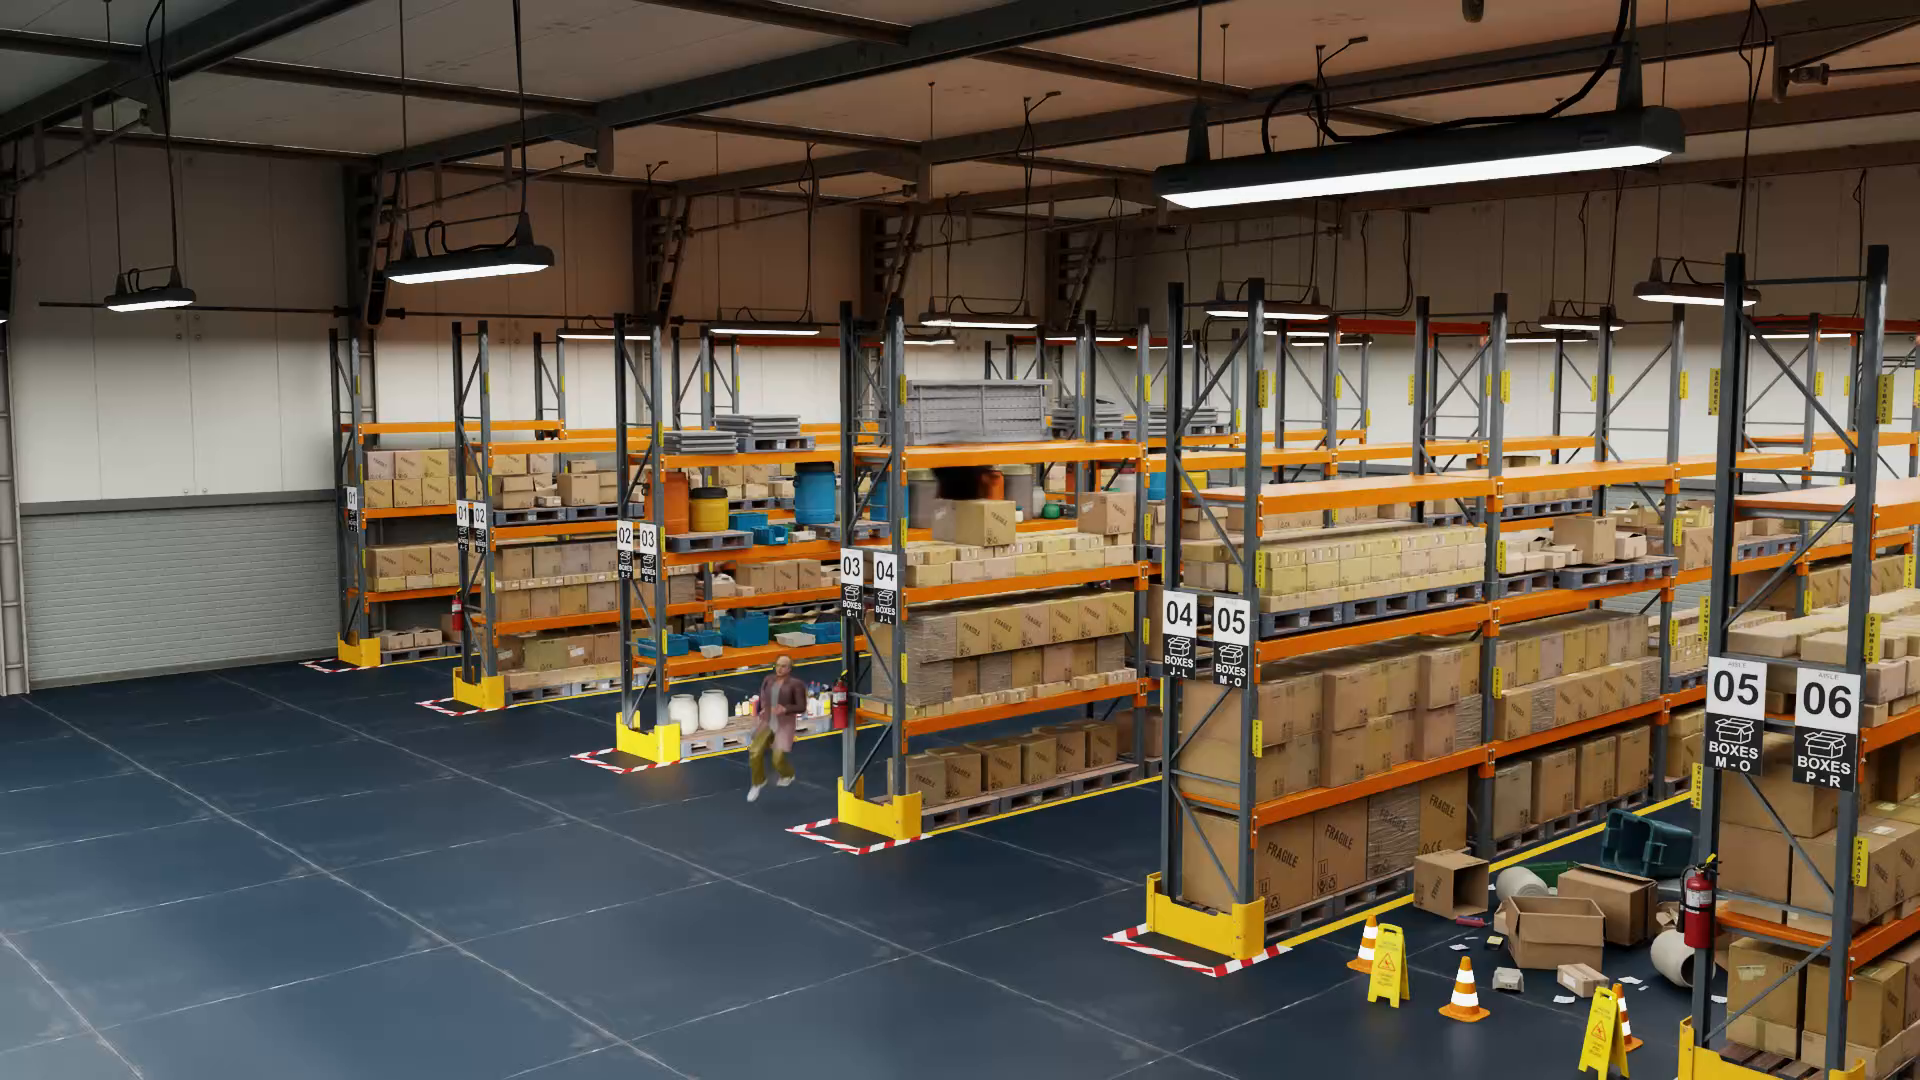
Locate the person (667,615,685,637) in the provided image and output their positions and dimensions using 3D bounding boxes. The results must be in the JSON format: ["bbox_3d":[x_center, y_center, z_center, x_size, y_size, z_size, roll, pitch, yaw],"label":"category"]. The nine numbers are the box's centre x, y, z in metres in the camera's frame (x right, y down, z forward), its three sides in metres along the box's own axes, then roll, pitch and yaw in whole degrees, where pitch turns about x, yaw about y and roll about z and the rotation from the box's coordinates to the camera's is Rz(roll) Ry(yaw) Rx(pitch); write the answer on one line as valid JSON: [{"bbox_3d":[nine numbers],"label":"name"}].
[{"bbox_3d":[-5.401,1.268,30.818,0.621,1.775,0.890,4,7,38],"label":"person"}]

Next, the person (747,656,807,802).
[{"bbox_3d":[-2.118,2.213,19.665,0.704,1.697,0.843,2,6,20],"label":"person"}]

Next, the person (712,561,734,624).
[{"bbox_3d":[-4.523,1.247,30.907,0.705,1.727,0.661,5,8,41],"label":"person"}]
